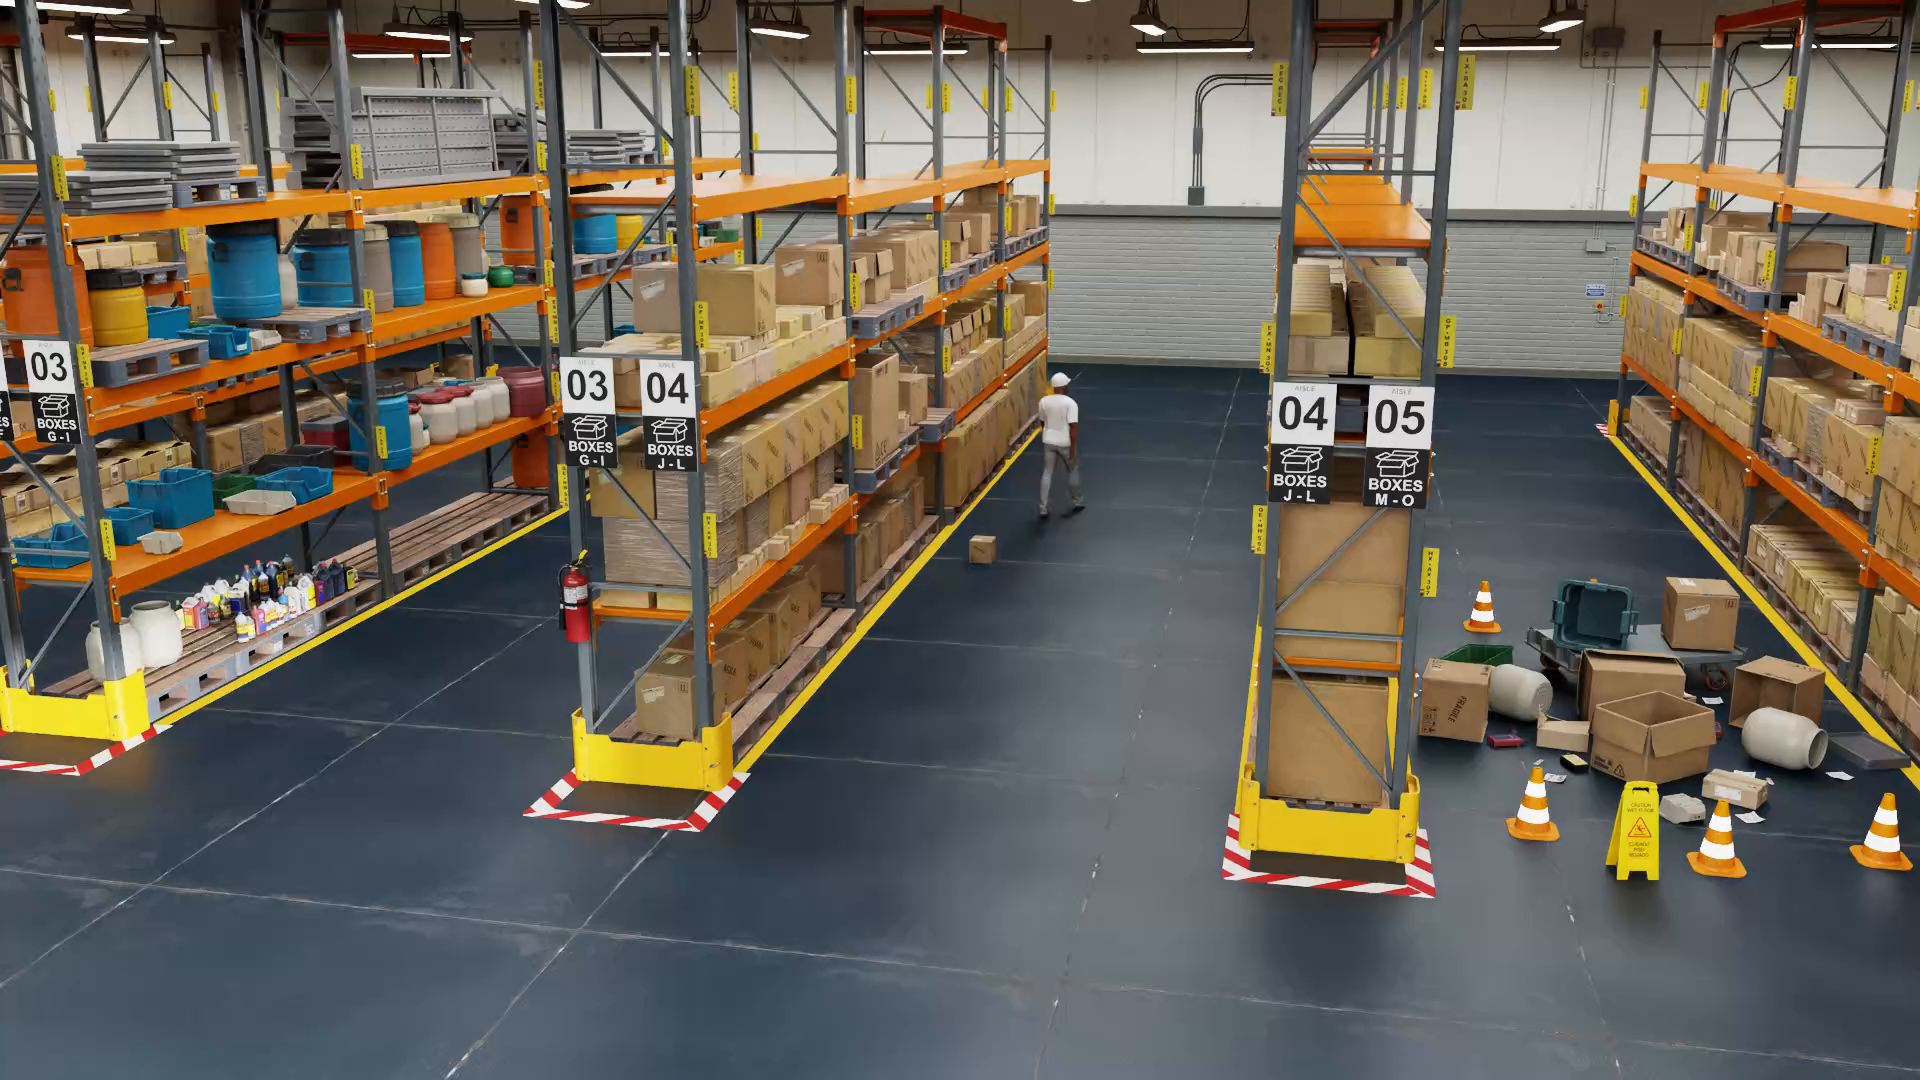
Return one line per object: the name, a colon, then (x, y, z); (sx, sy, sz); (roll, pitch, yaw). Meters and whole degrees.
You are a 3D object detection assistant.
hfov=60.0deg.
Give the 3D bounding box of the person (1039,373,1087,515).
person: (1.259, -1.211, 20.572); (0.568, 1.750, 0.922); (7, 16, 25)
